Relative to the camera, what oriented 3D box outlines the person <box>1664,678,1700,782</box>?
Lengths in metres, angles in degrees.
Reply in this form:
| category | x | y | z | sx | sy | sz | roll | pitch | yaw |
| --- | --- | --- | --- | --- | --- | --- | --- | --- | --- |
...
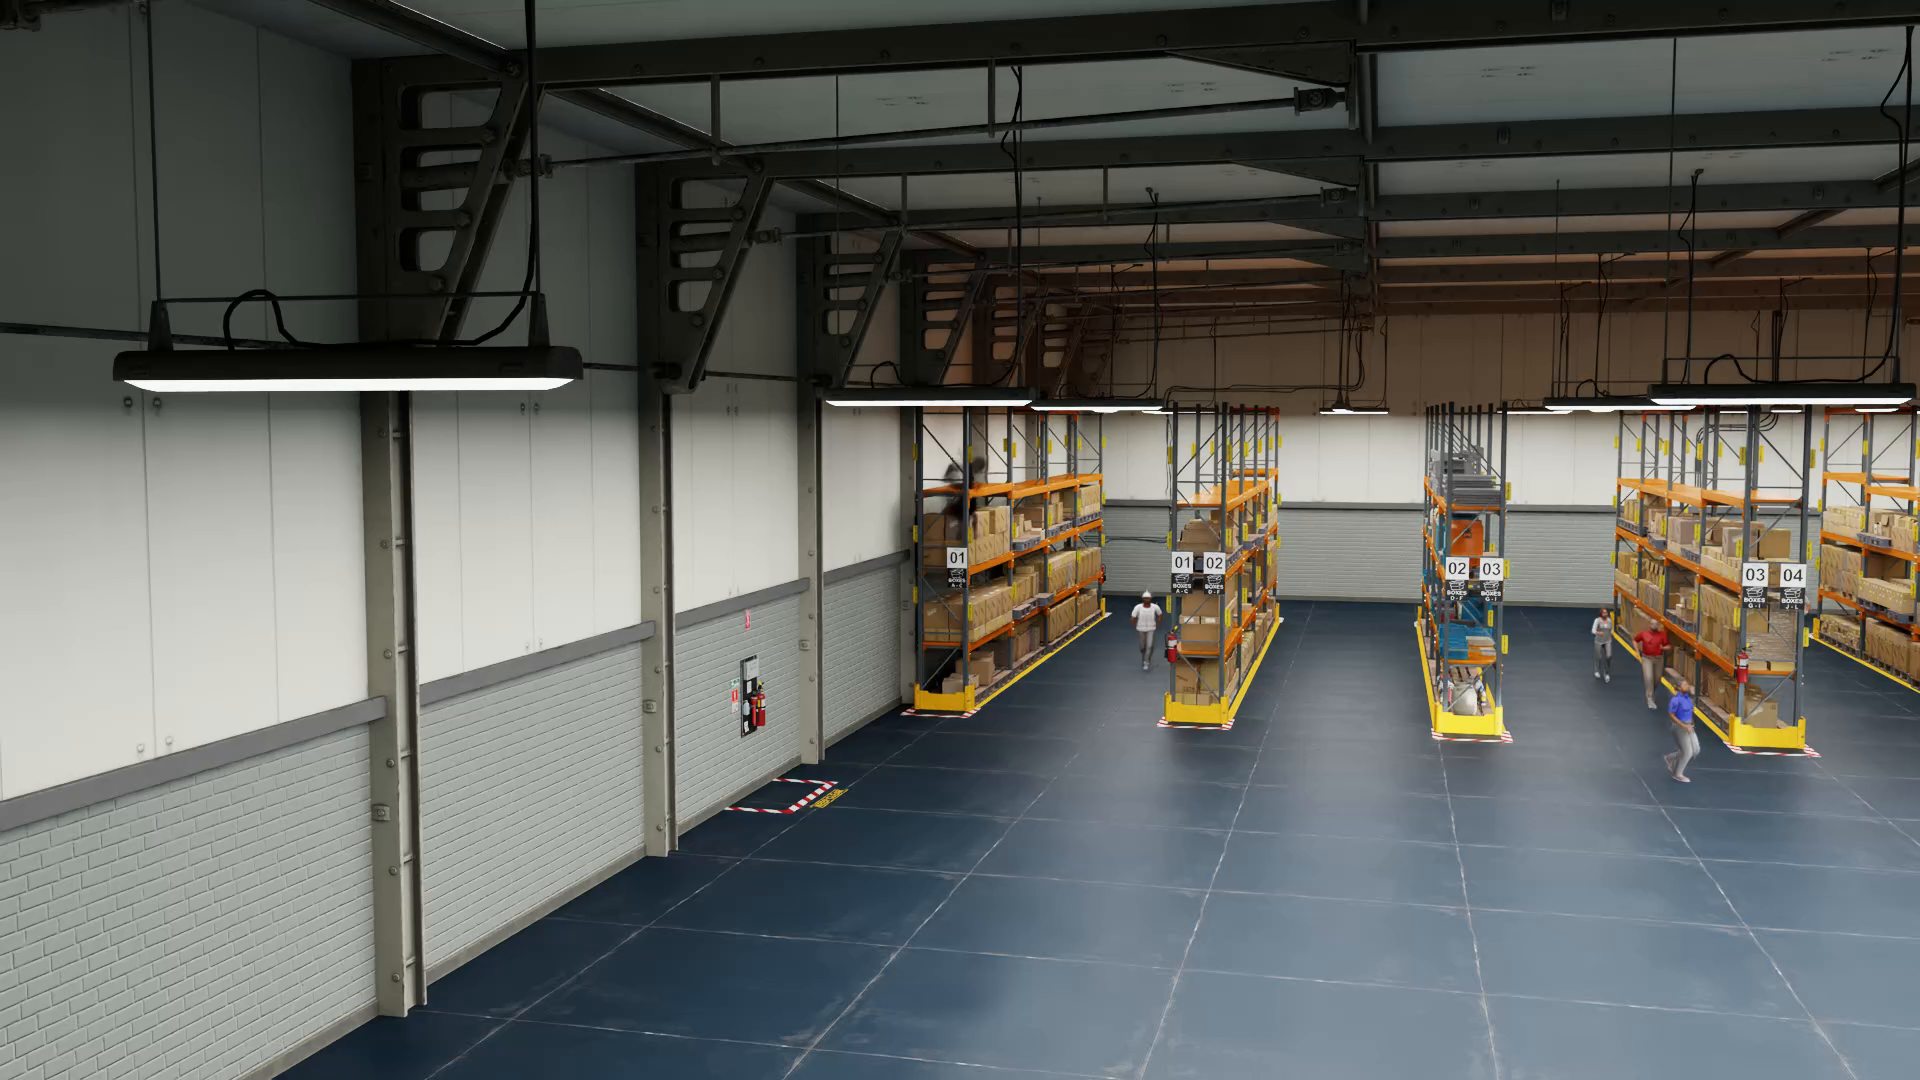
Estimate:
| category | x | y | z | sx | sy | sz | roll | pitch | yaw |
| --- | --- | --- | --- | --- | --- | --- | --- | --- | --- |
| person | 11.381 | 2.988 | 26.228 | 0.579 | 1.622 | 0.497 | -4 | 6 | -41 |

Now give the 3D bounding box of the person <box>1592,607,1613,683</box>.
| category | x | y | z | sx | sy | sz | roll | pitch | yaw |
| --- | --- | --- | --- | --- | --- | --- | --- | --- | --- |
| person | 13.943 | 2.272 | 36.078 | 0.482 | 1.611 | 0.747 | 1 | 4 | 10 |

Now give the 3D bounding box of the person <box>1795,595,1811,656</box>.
| category | x | y | z | sx | sy | sz | roll | pitch | yaw |
| --- | --- | --- | --- | --- | --- | --- | --- | --- | --- |
| person | 20.114 | 1.896 | 40.048 | 0.650 | 1.768 | 0.722 | 2 | 5 | 24 |

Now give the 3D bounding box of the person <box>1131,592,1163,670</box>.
| category | x | y | z | sx | sy | sz | roll | pitch | yaw |
| --- | --- | --- | --- | --- | --- | --- | --- | --- | --- |
| person | 4.266 | 2.062 | 37.980 | 0.710 | 1.761 | 0.818 | 1 | 4 | 8 |

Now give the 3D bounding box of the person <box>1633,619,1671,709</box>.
| category | x | y | z | sx | sy | sz | roll | pitch | yaw |
| --- | --- | --- | --- | --- | --- | --- | --- | --- | --- |
| person | 13.705 | 2.410 | 32.910 | 0.662 | 1.716 | 0.989 | 1 | 4 | 7 |
